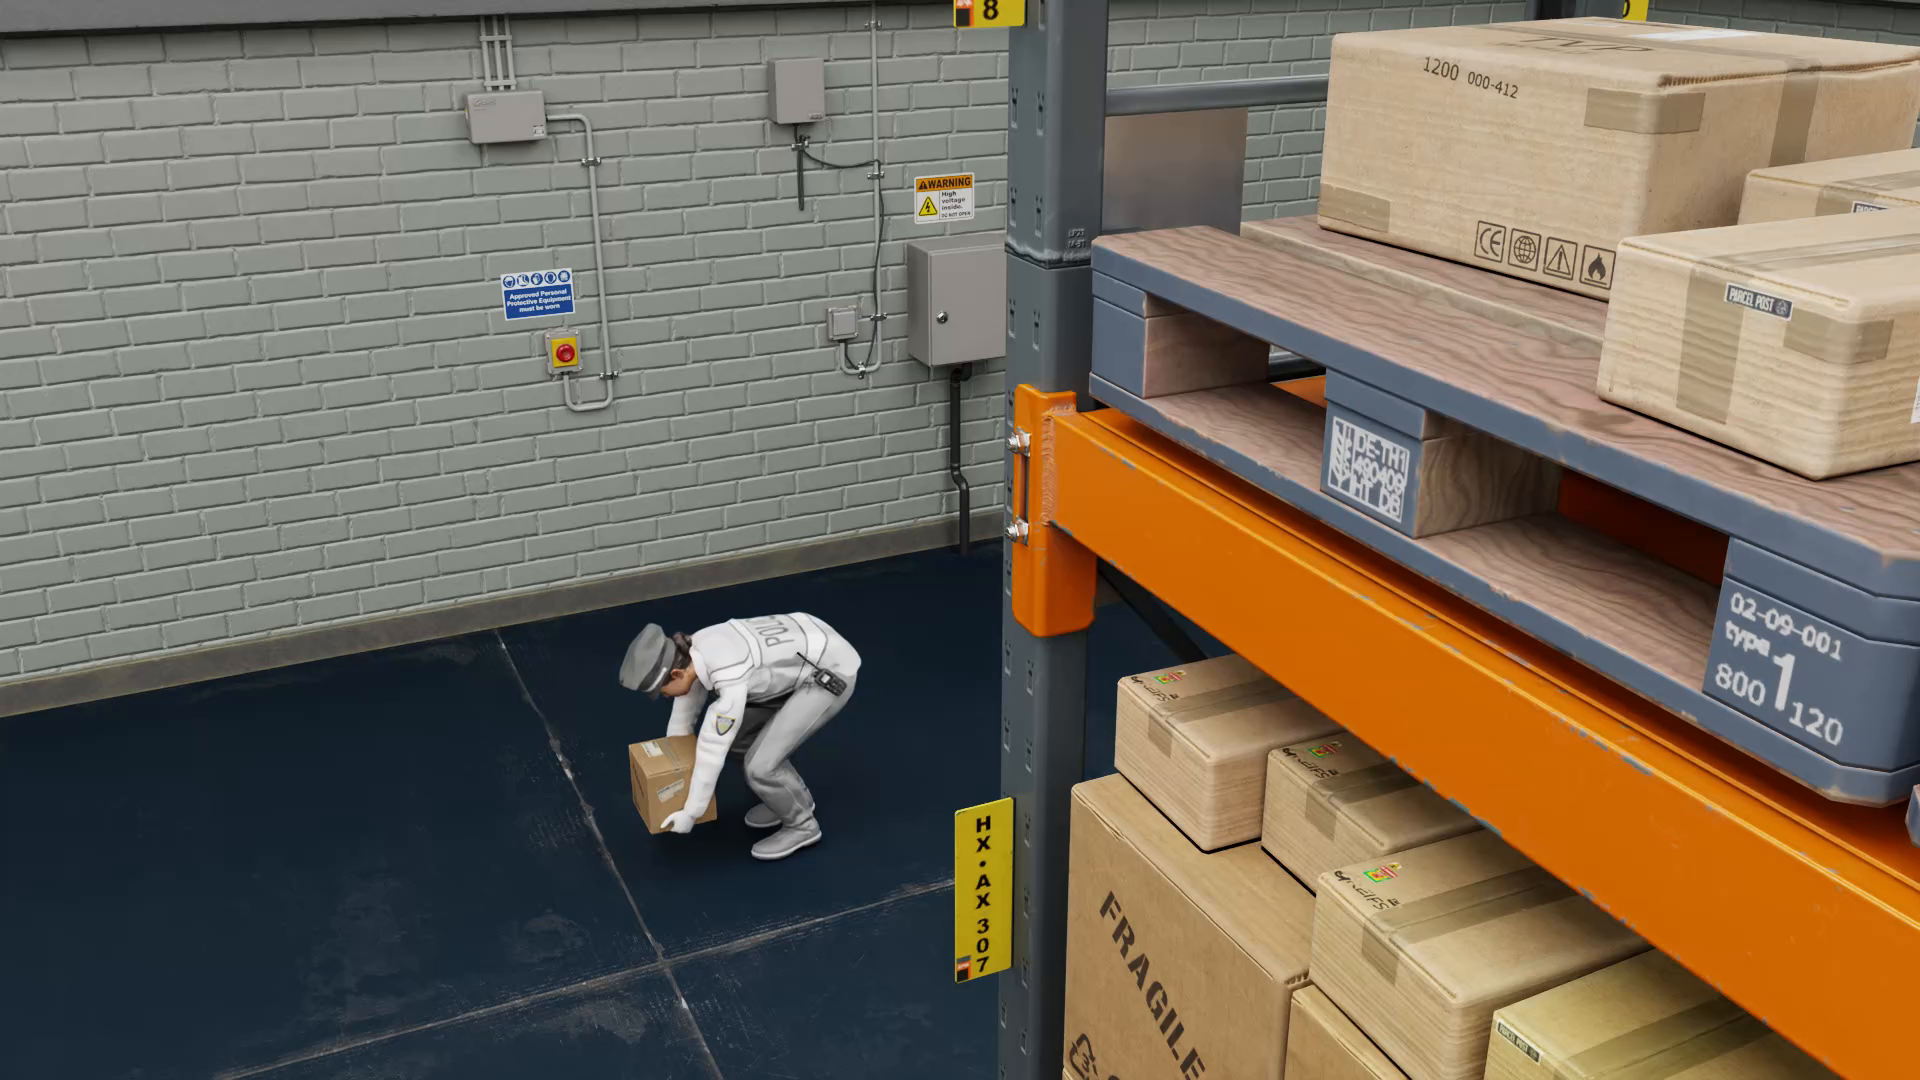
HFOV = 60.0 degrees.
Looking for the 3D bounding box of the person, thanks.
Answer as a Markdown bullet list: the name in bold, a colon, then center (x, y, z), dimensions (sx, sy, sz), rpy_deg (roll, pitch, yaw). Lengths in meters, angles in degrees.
- **person**: center (-0.791, 0.723, 6.254), dimensions (0.863, 0.963, 0.454), rpy_deg (-12, 25, -26)
